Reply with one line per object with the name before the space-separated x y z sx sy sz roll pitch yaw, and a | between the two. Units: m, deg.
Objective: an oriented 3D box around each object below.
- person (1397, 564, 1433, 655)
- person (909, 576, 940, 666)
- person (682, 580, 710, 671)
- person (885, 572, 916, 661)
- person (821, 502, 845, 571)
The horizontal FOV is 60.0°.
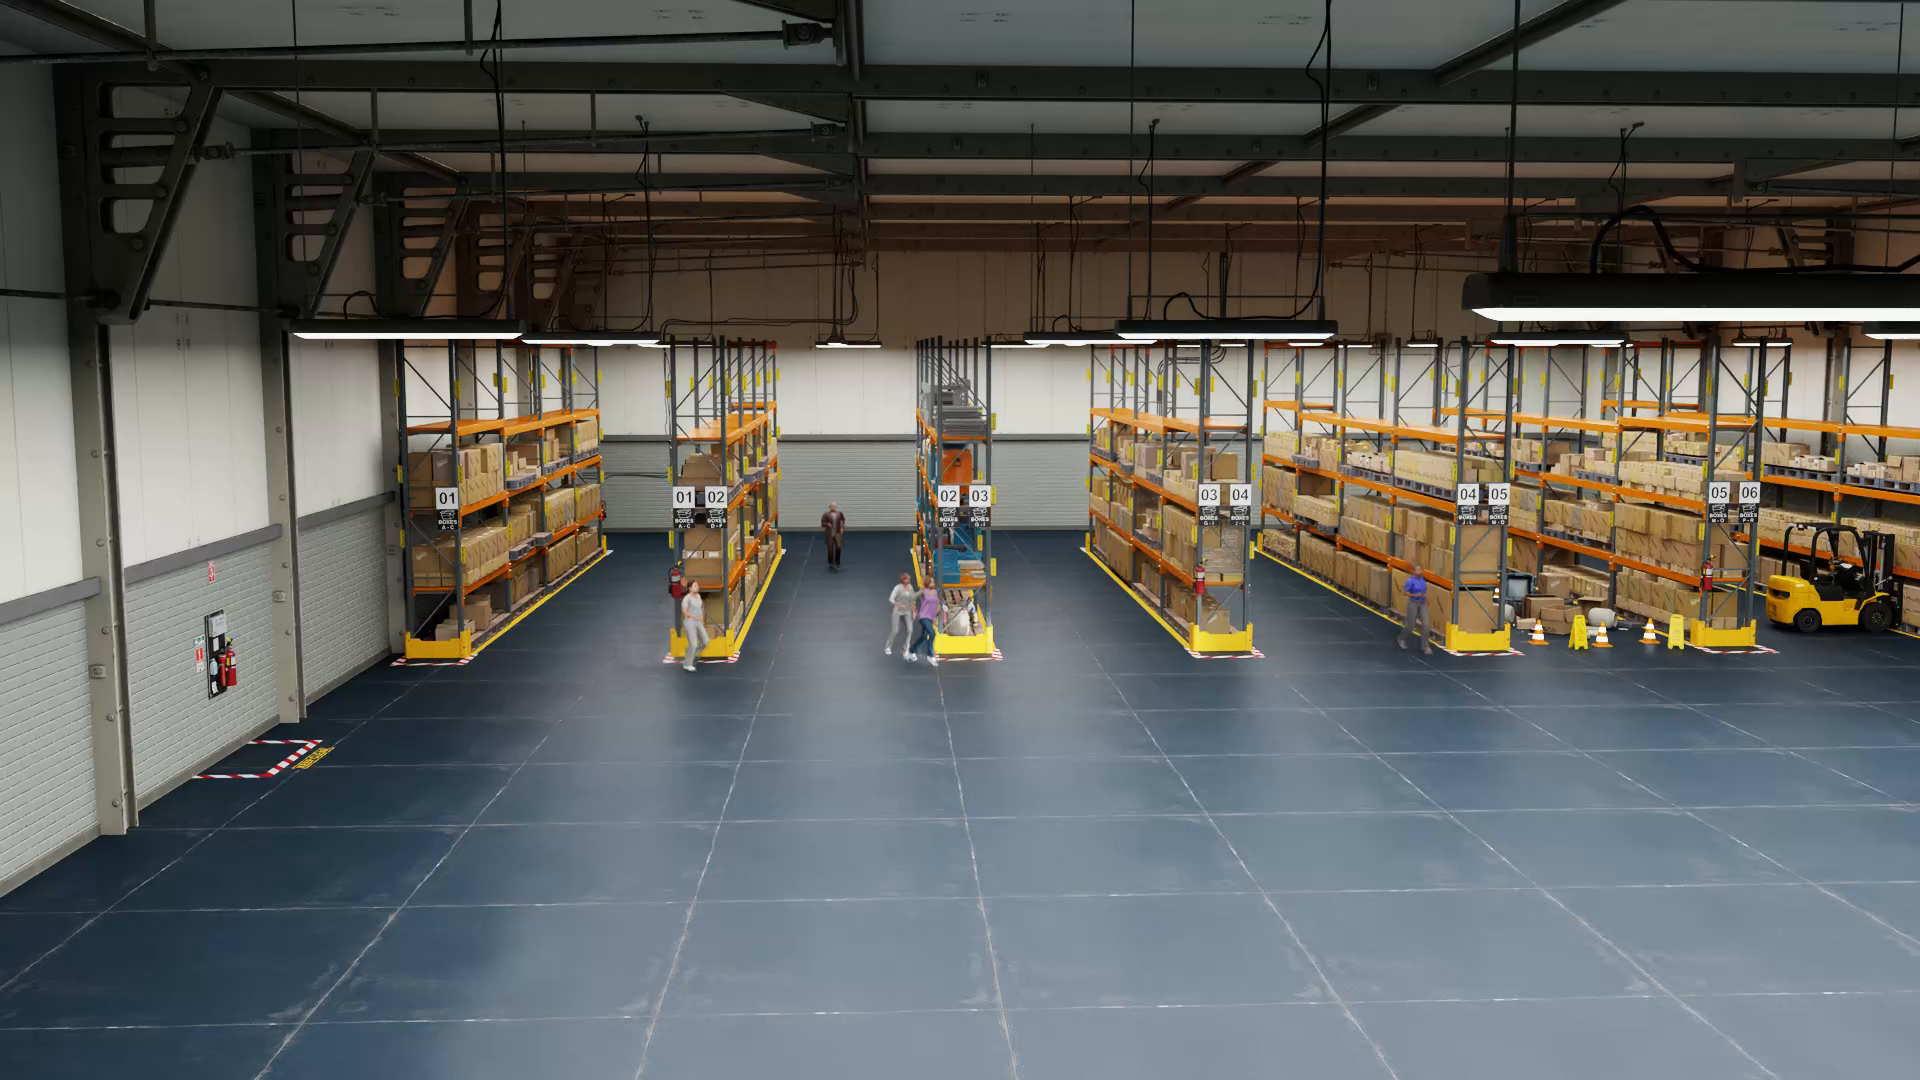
person | 8.681 1.301 31.682 0.584 1.681 0.811 -3 7 -23
person | -0.580 1.467 30.542 0.743 1.577 0.536 6 9 41
person | -4.733 1.526 29.863 0.554 1.643 0.596 4 8 34
person | -1.054 1.406 31.105 0.598 1.618 0.670 -3 7 -26
person | -3.310 -0.094 43.560 0.654 1.823 0.851 -1 7 -10
